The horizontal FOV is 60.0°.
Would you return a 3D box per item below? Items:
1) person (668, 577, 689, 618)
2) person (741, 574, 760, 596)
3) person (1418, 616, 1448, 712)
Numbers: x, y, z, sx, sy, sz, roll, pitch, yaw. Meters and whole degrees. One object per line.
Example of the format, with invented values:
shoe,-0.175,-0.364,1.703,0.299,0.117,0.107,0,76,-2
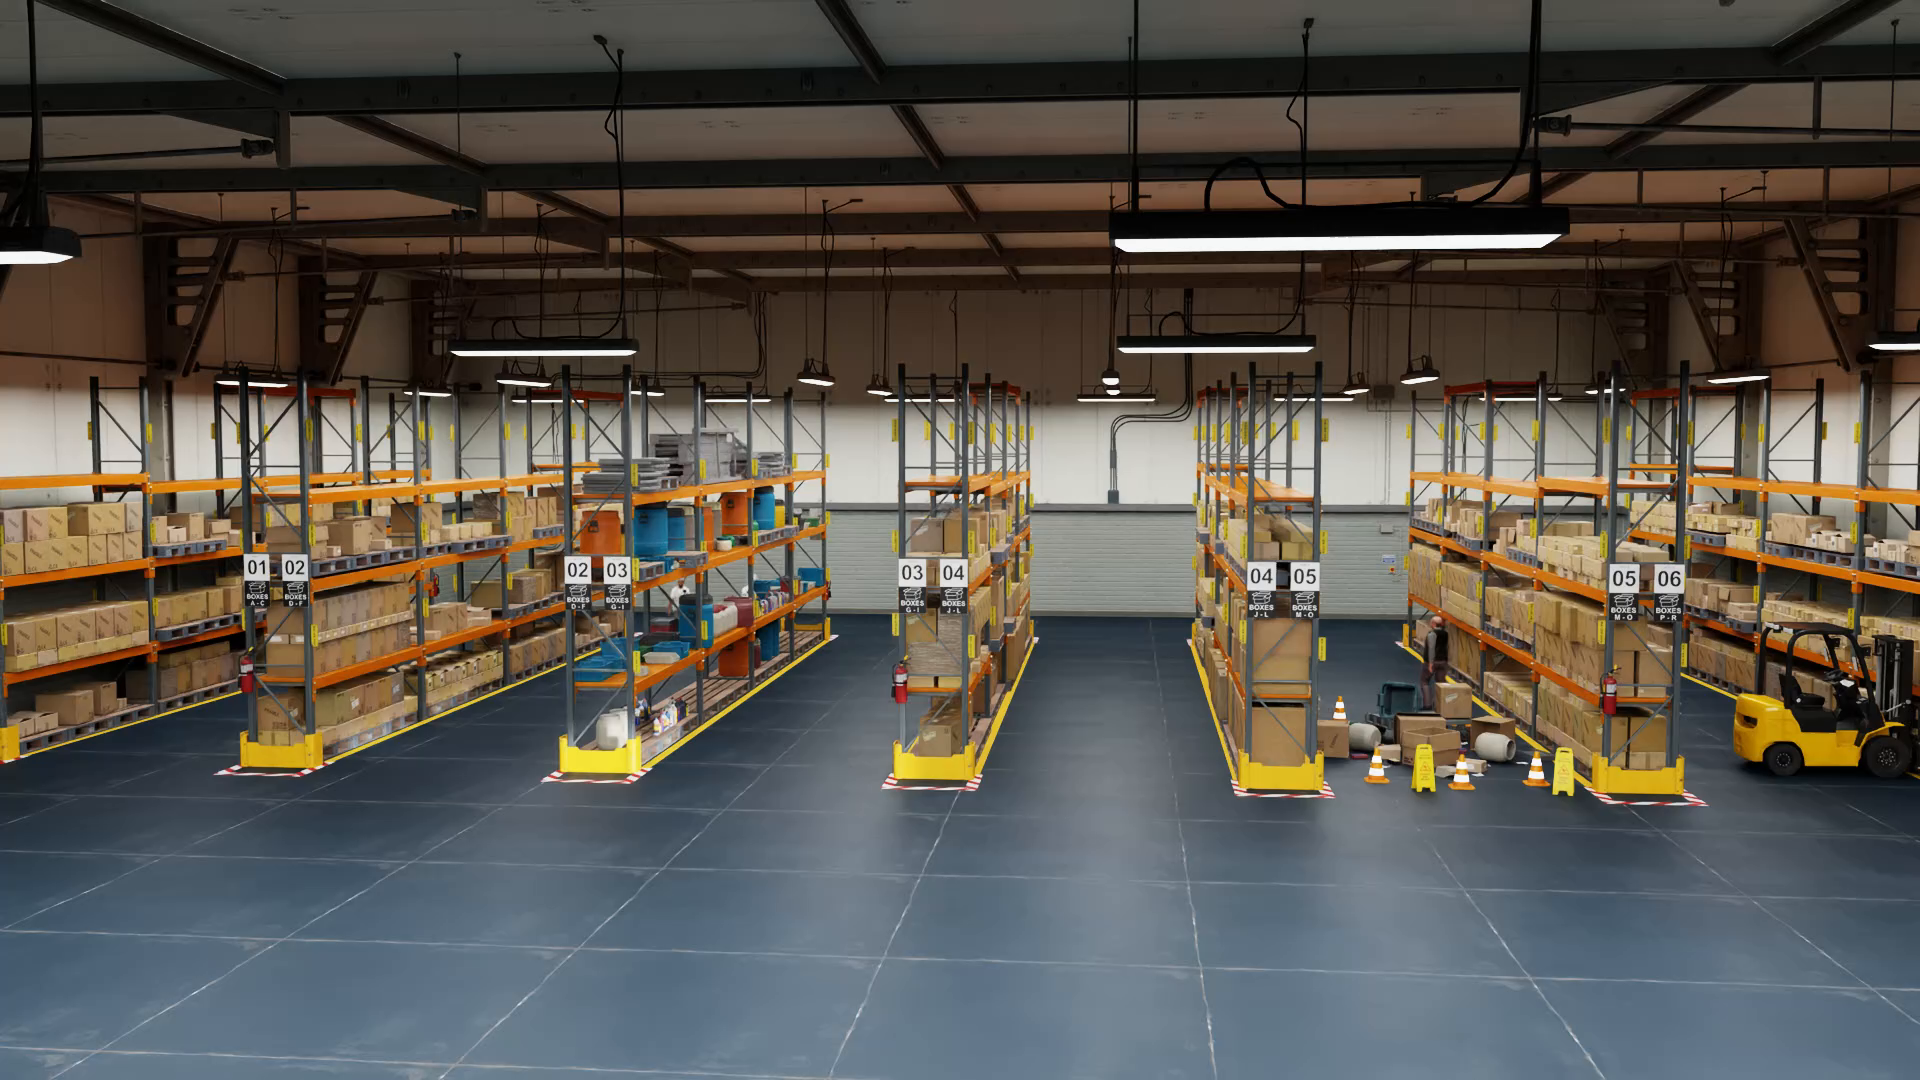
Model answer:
person,-6.619,1.648,39.159,0.451,1.633,0.998,1,4,11
person,-4.740,1.659,38.215,0.608,1.767,0.460,0,4,-3
person,8.560,2.252,29.782,0.524,1.757,0.556,-1,4,-11
